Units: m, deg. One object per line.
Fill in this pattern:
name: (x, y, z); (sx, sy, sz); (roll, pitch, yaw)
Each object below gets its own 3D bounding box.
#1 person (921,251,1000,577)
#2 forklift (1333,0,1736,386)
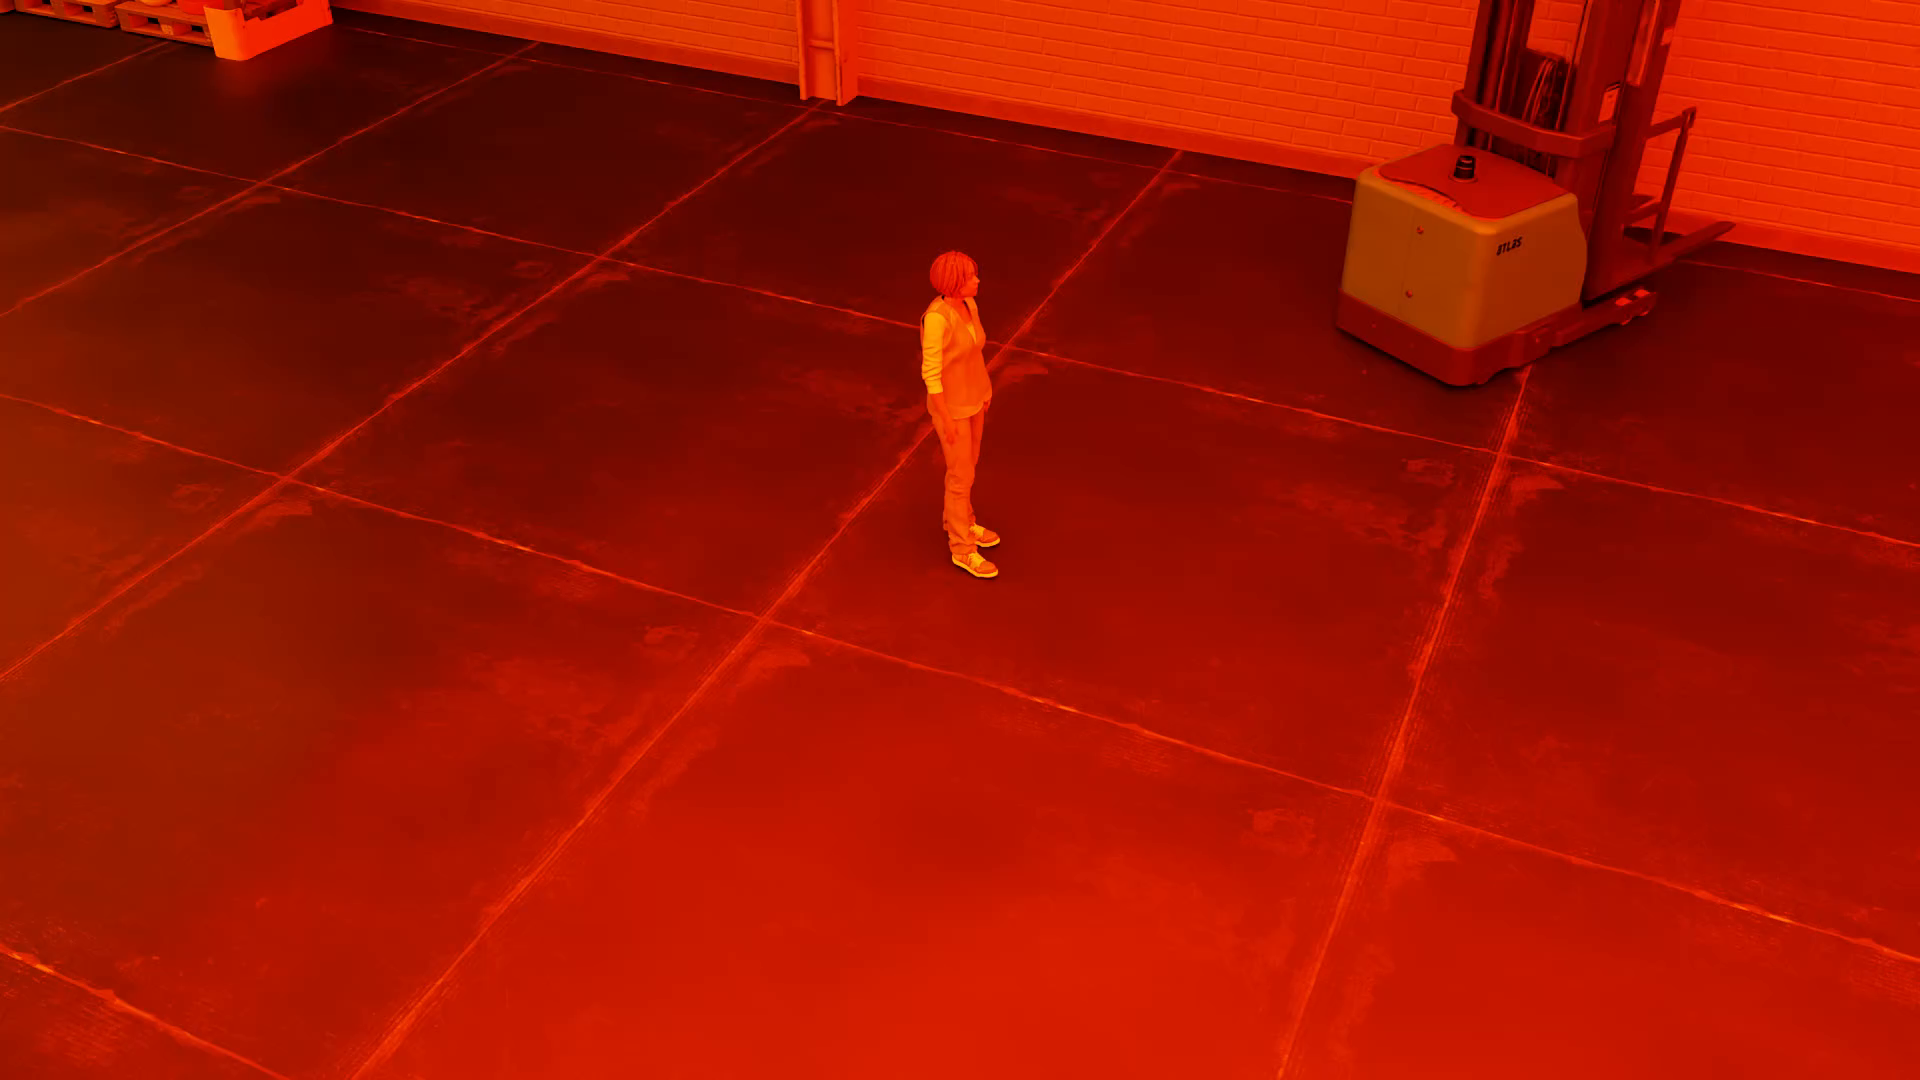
person: (0.062, -0.631, 8.107); (0.473, 1.599, 0.520); (15, 38, 20)
forklift: (3.819, -2.779, 9.982); (3.031, 2.935, 1.130); (-23, 42, -29)
